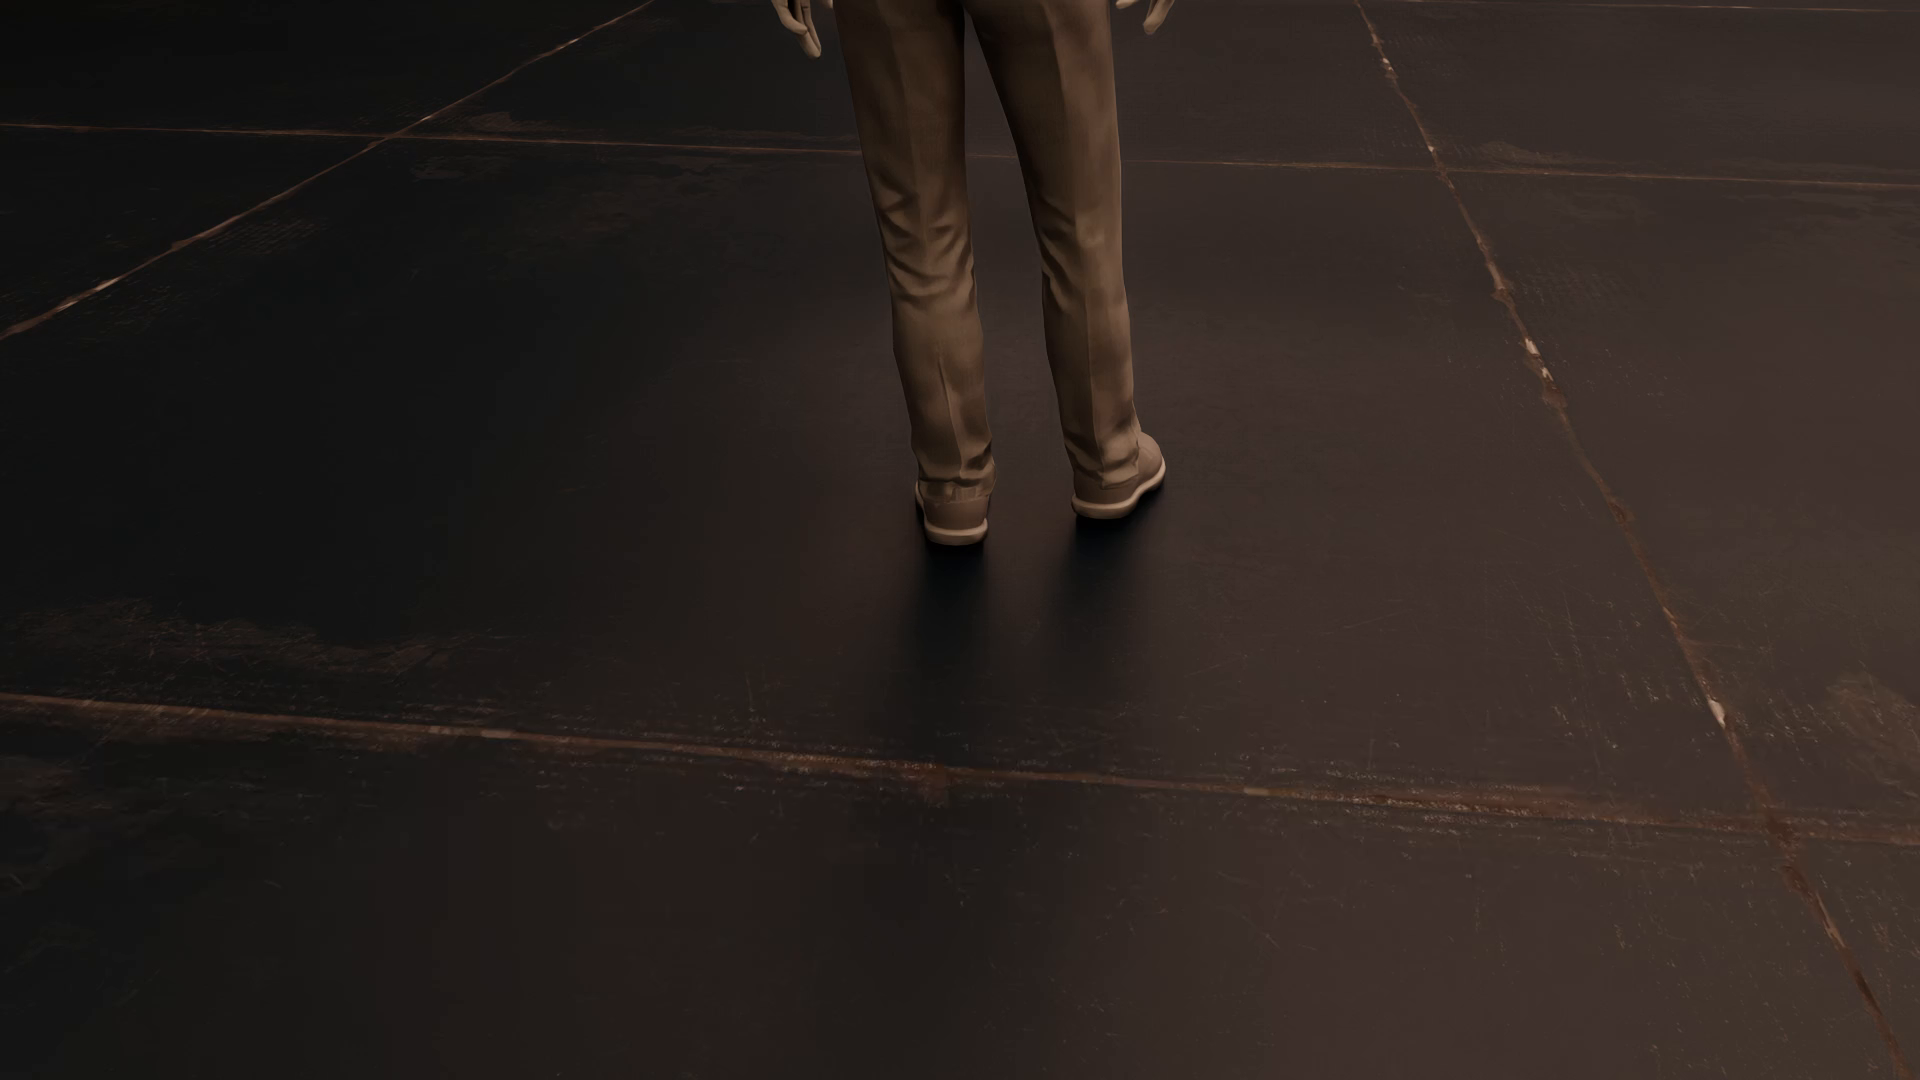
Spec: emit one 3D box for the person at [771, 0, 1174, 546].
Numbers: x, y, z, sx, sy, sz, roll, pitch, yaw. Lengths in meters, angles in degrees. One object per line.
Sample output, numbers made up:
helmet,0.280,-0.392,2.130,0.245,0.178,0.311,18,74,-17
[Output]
person,0.016,-0.795,2.179,0.586,1.694,0.530,3,27,7
